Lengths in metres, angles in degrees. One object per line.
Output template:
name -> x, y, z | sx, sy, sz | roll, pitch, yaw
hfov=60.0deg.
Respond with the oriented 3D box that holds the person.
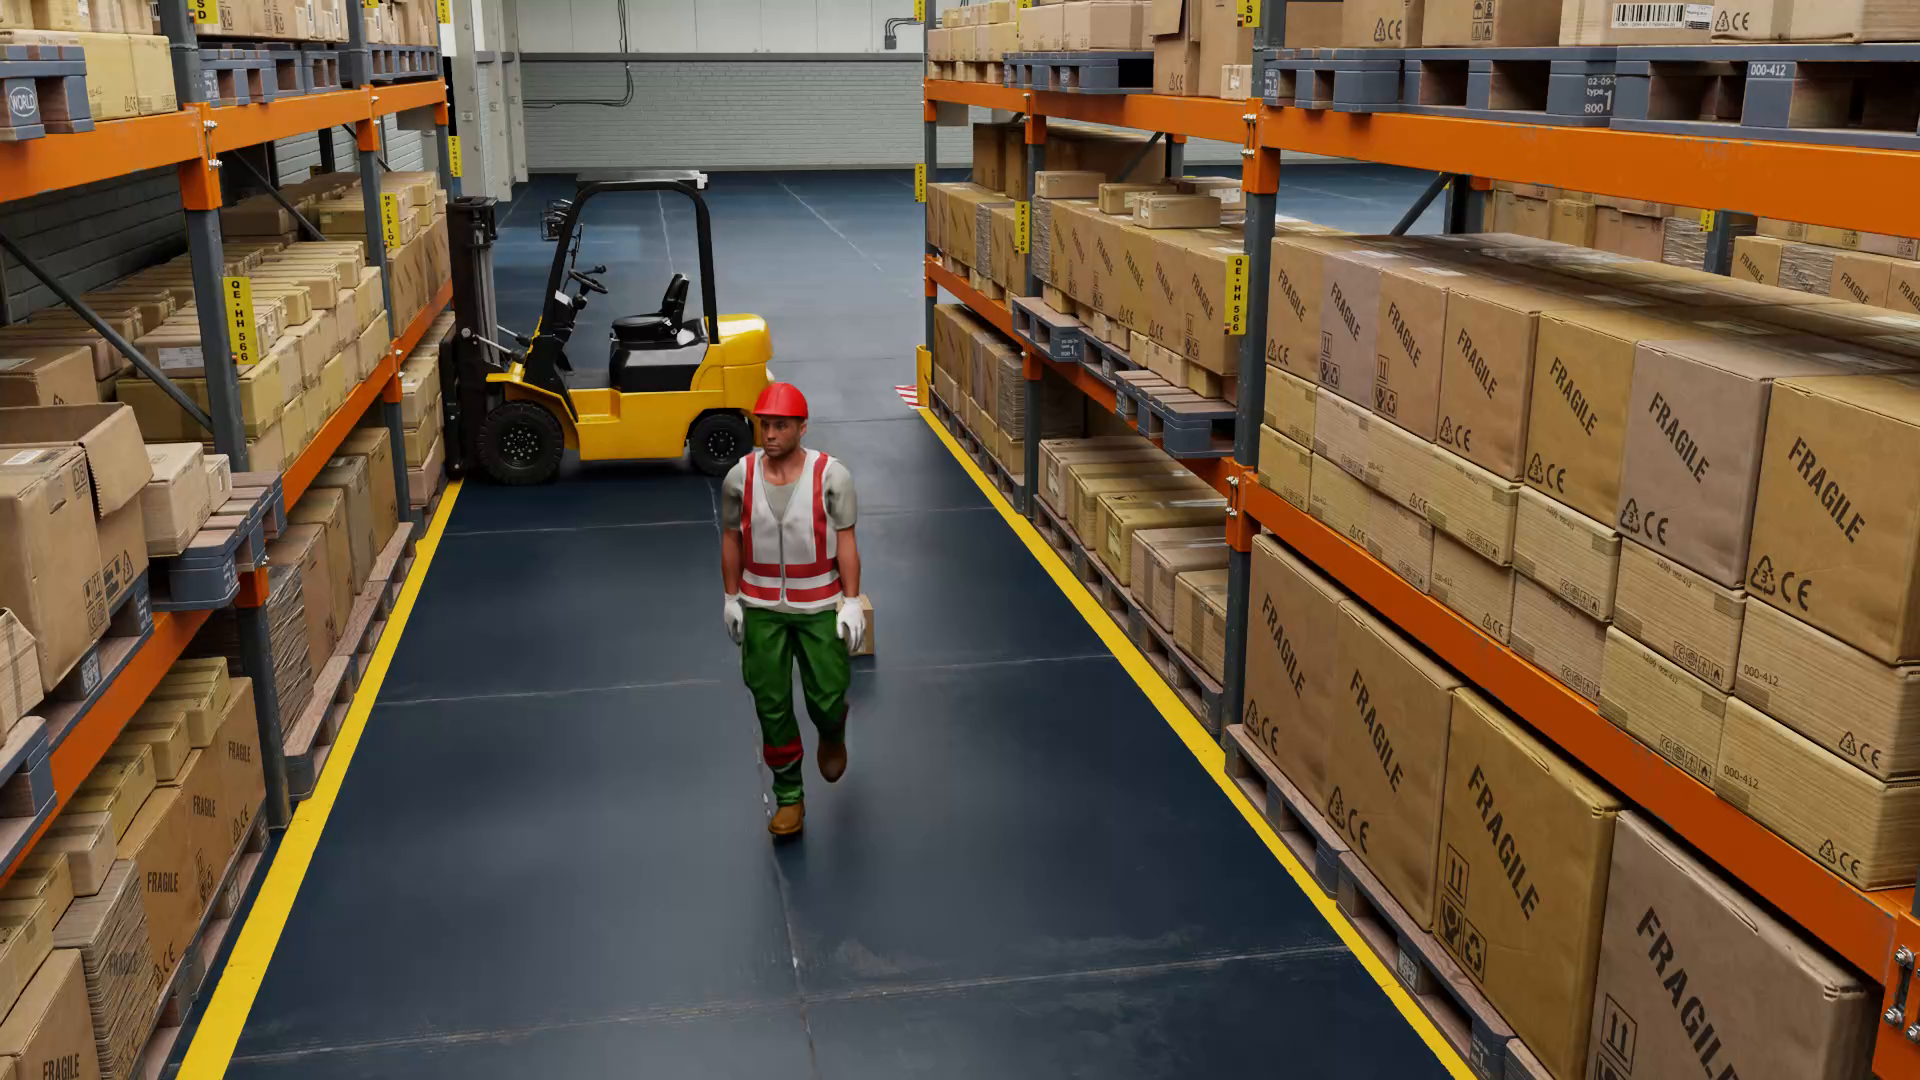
person -> -0.652, 0.248, 6.550 | 0.585, 1.778, 0.609 | 2, 16, 6
